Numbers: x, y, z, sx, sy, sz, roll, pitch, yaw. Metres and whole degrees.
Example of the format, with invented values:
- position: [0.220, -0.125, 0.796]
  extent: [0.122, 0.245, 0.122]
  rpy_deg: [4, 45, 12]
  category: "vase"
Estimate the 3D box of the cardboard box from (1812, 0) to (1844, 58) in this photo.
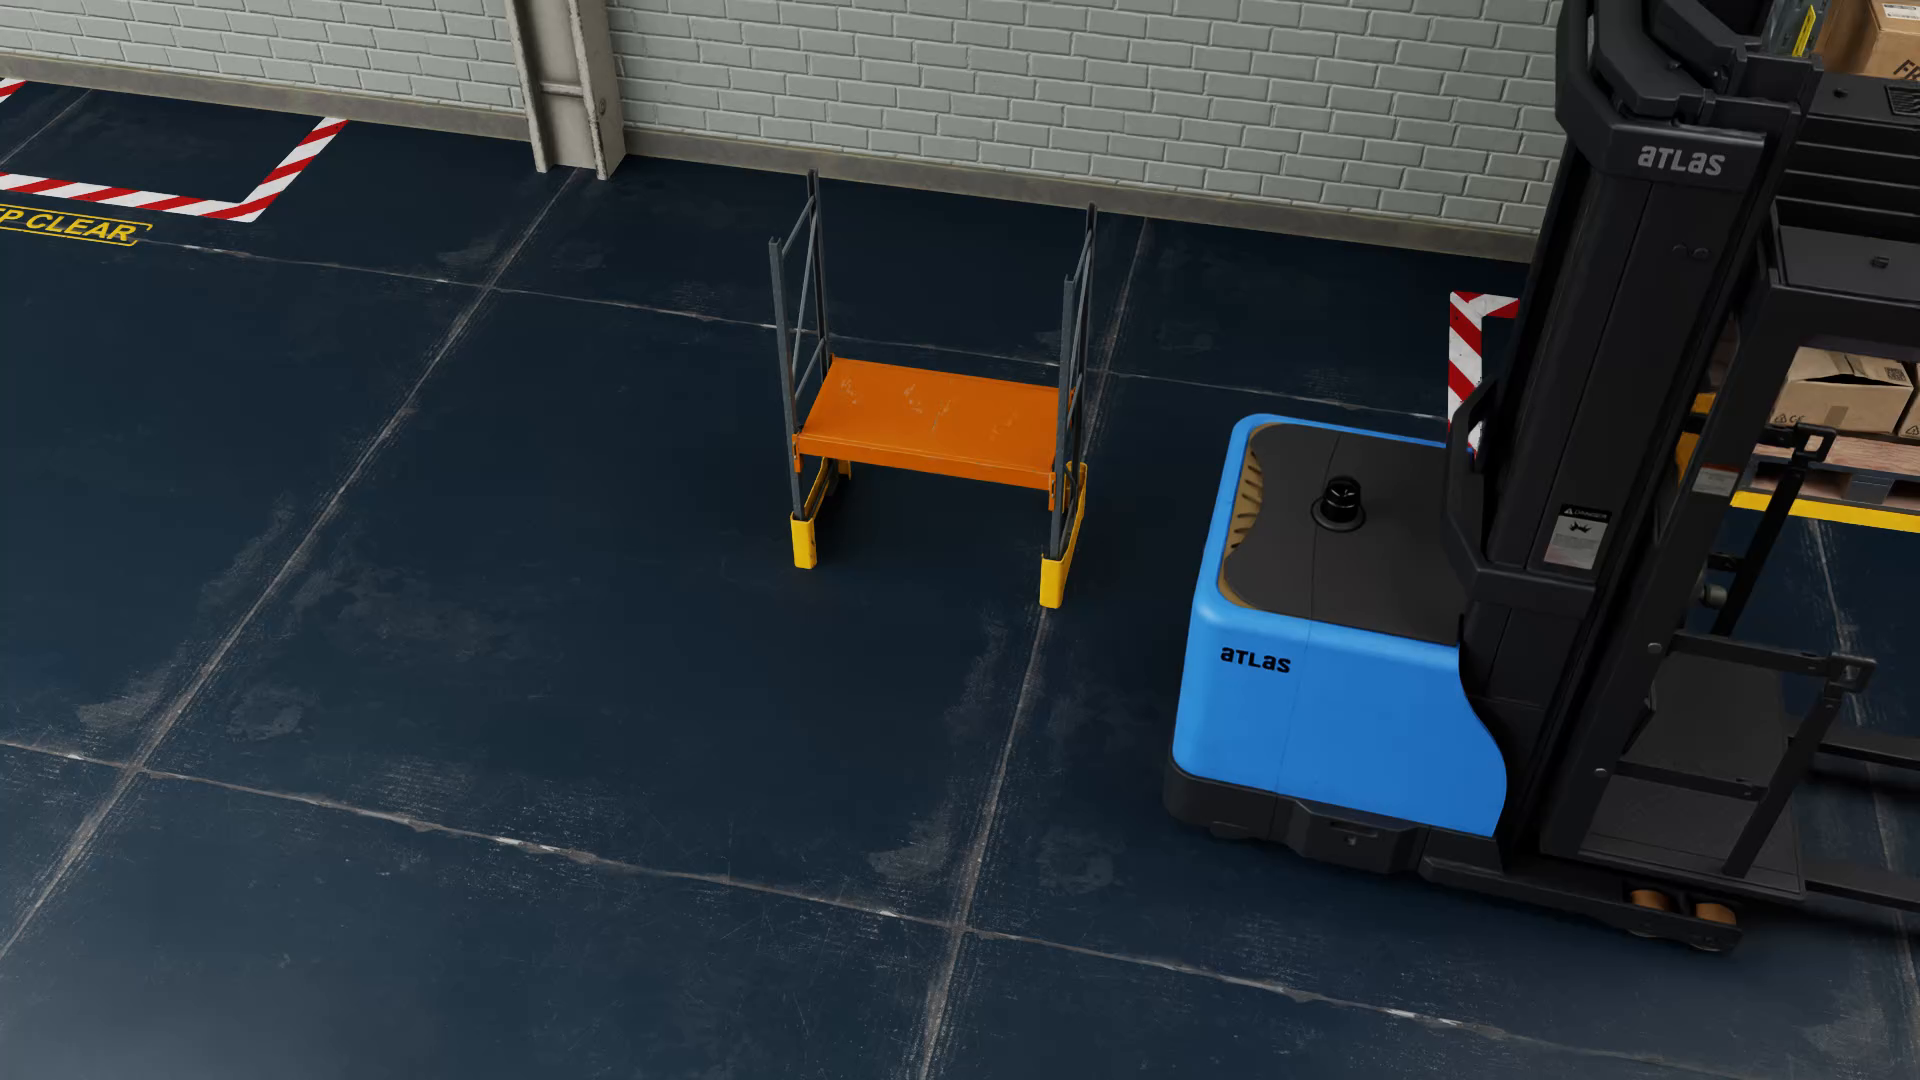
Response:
- position: [3.483, -2.007, 6.225]
  extent: [0.500, 0.500, 0.500]
  rpy_deg: [8, 45, 9]
  category: "cardboard box"

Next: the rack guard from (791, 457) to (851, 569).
- position: [-0.560, -0.177, 6.754]
  extent: [0.087, 0.250, 0.587]
  rpy_deg: [9, 45, 9]
  category: "rack guard"

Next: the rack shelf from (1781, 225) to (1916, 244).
- position: [4.928, -1.149, 6.300]
  extent: [4.000, 0.370, 1.077]
  rpy_deg: [9, 45, 9]
  category: "rack shelf"

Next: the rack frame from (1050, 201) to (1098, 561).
- position: [0.413, -0.476, 6.163]
  extent: [0.032, 1.500, 0.500]
  rpy_deg: [9, 45, 9]
  category: "rack frame"

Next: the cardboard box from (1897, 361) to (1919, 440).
- position: [4.188, -0.649, 6.883]
  extent: [0.500, 0.311, 0.500]
  rpy_deg: [12, 45, 12]
  category: "cardboard box"

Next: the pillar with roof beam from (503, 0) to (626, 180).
- position: [-2.947, -2.347, 2.700]
  extent: [0.400, 9.000, 9.100]
  rpy_deg: [9, 45, 9]
  category: "pillar with roof beam"

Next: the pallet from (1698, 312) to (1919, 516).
- position: [3.836, -0.548, 7.168]
  extent: [1.213, 0.211, 1.003]
  rpy_deg: [9, 45, 9]
  category: "pallet"

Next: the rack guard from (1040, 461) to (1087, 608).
- position: [0.412, -0.026, 6.597]
  extent: [0.087, 0.250, 0.587]
  rpy_deg: [9, 45, 9]
  category: "rack guard"

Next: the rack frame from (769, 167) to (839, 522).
- position: [-0.579, -0.630, 6.323]
  extent: [0.032, 1.500, 0.500]
  rpy_deg: [9, 45, 9]
  category: "rack frame"

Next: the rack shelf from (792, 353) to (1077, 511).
- position: [-0.083, -0.424, 6.368]
  extent: [1.000, 0.185, 0.538]
  rpy_deg: [9, 45, 9]
  category: "rack shelf"

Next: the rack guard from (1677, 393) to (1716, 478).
- position: [3.050, -0.799, 7.220]
  extent: [0.348, 0.500, 1.175]
  rpy_deg: [9, 45, 9]
  category: "rack guard"

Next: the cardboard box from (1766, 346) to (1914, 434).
- position: [3.632, -0.736, 6.973]
  extent: [0.500, 0.311, 0.500]
  rpy_deg: [4, 44, 4]
  category: "cardboard box"

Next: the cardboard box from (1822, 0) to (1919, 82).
- position: [3.377, -1.659, 5.864]
  extent: [0.500, 0.500, 0.500]
  rpy_deg: [9, 45, 9]
  category: "cardboard box"

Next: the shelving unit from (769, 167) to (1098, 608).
- position: [-0.074, -0.552, 6.242]
  extent: [1.083, 1.500, 0.587]
  rpy_deg: [9, 45, 9]
  category: "shelving unit"

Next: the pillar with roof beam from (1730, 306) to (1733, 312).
- position: [2.908, -1.439, 1.756]
  extent: [0.400, 9.000, 9.100]
  rpy_deg: [9, 45, 9]
  category: "pillar with roof beam"

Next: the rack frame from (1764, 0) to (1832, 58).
- position: [2.976, -1.711, 6.365]
  extent: [0.127, 3.000, 1.000]
  rpy_deg: [9, 45, 9]
  category: "rack frame"

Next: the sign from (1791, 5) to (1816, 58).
- position: [2.858, -1.656, 5.683]
  extent: [0.005, 0.325, 0.100]
  rpy_deg: [9, 45, 9]
  category: "sign"

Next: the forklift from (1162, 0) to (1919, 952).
- position: [2.271, -0.142, 4.784]
  extent: [3.031, 2.935, 1.130]
  rpy_deg: [11, 45, 11]
  category: "forklift"
